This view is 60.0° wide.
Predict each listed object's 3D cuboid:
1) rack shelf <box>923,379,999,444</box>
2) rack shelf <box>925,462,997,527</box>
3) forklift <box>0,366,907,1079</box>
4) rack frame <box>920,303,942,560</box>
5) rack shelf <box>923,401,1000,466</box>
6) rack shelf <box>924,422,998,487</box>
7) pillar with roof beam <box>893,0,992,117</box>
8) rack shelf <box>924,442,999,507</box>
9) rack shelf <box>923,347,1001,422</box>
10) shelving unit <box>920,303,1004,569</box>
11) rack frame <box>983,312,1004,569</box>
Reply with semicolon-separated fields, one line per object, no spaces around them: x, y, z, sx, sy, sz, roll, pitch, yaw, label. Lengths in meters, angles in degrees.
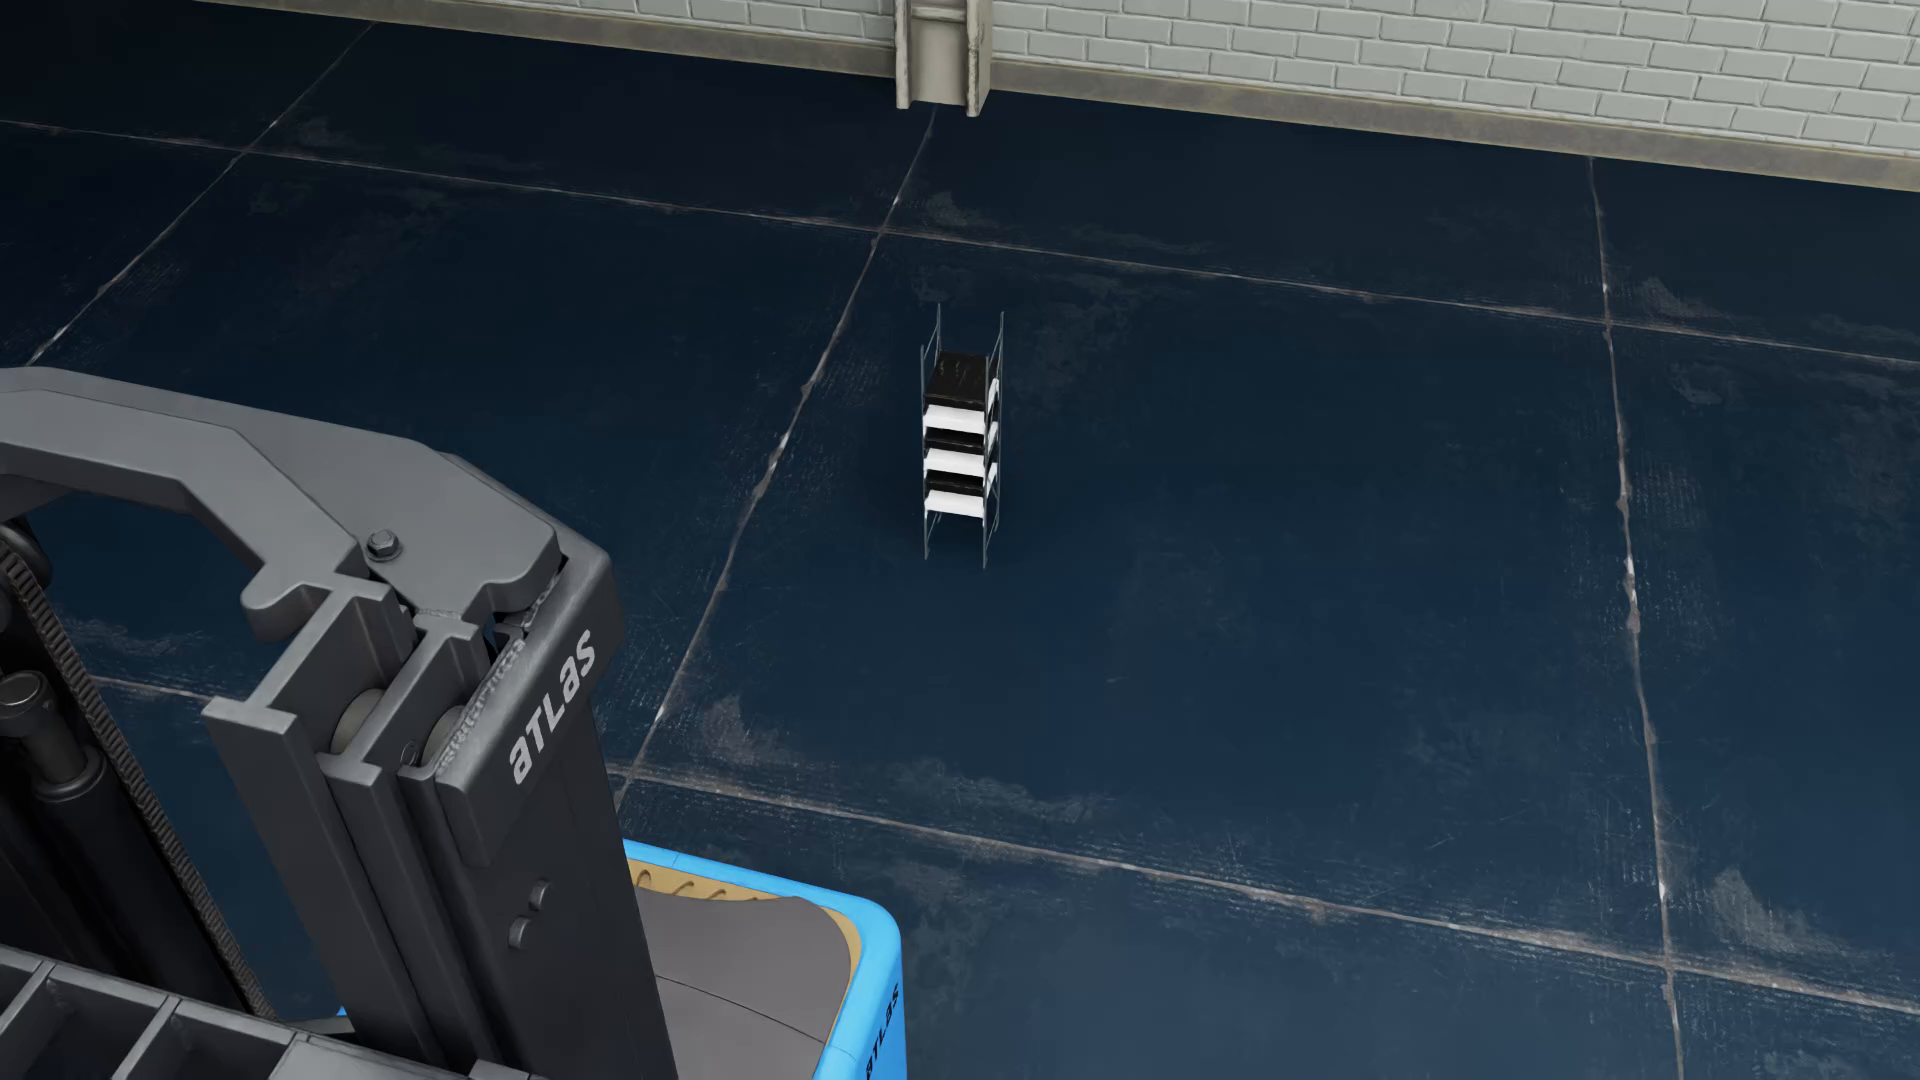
0.008;-0.429;5.335;0.200;0.077;0.258;9;45;9;rack shelf
0.008;-0.169;5.585;0.200;0.077;0.258;9;45;9;rack shelf
-1.004;1.363;2.220;1.130;2.935;3.031;11;45;11;forklift
-0.091;-0.338;5.453;0.006;0.900;0.240;9;45;9;rack frame
0.008;-0.364;5.397;0.200;0.077;0.258;9;45;9;rack shelf
0.008;-0.299;5.460;0.200;0.077;0.258;9;45;9;rack shelf
-1.017;-2.451;1.807;0.400;9.000;9.100;9;45;9;pillar with roof beam
0.008;-0.234;5.522;0.200;0.077;0.258;9;45;9;rack shelf
0.008;-0.493;5.273;0.200;0.077;0.258;9;45;9;rack shelf
0.008;-0.323;5.437;0.210;0.900;0.258;9;45;9;shelving unit
0.107;-0.308;5.421;0.006;0.900;0.240;9;45;9;rack frame
